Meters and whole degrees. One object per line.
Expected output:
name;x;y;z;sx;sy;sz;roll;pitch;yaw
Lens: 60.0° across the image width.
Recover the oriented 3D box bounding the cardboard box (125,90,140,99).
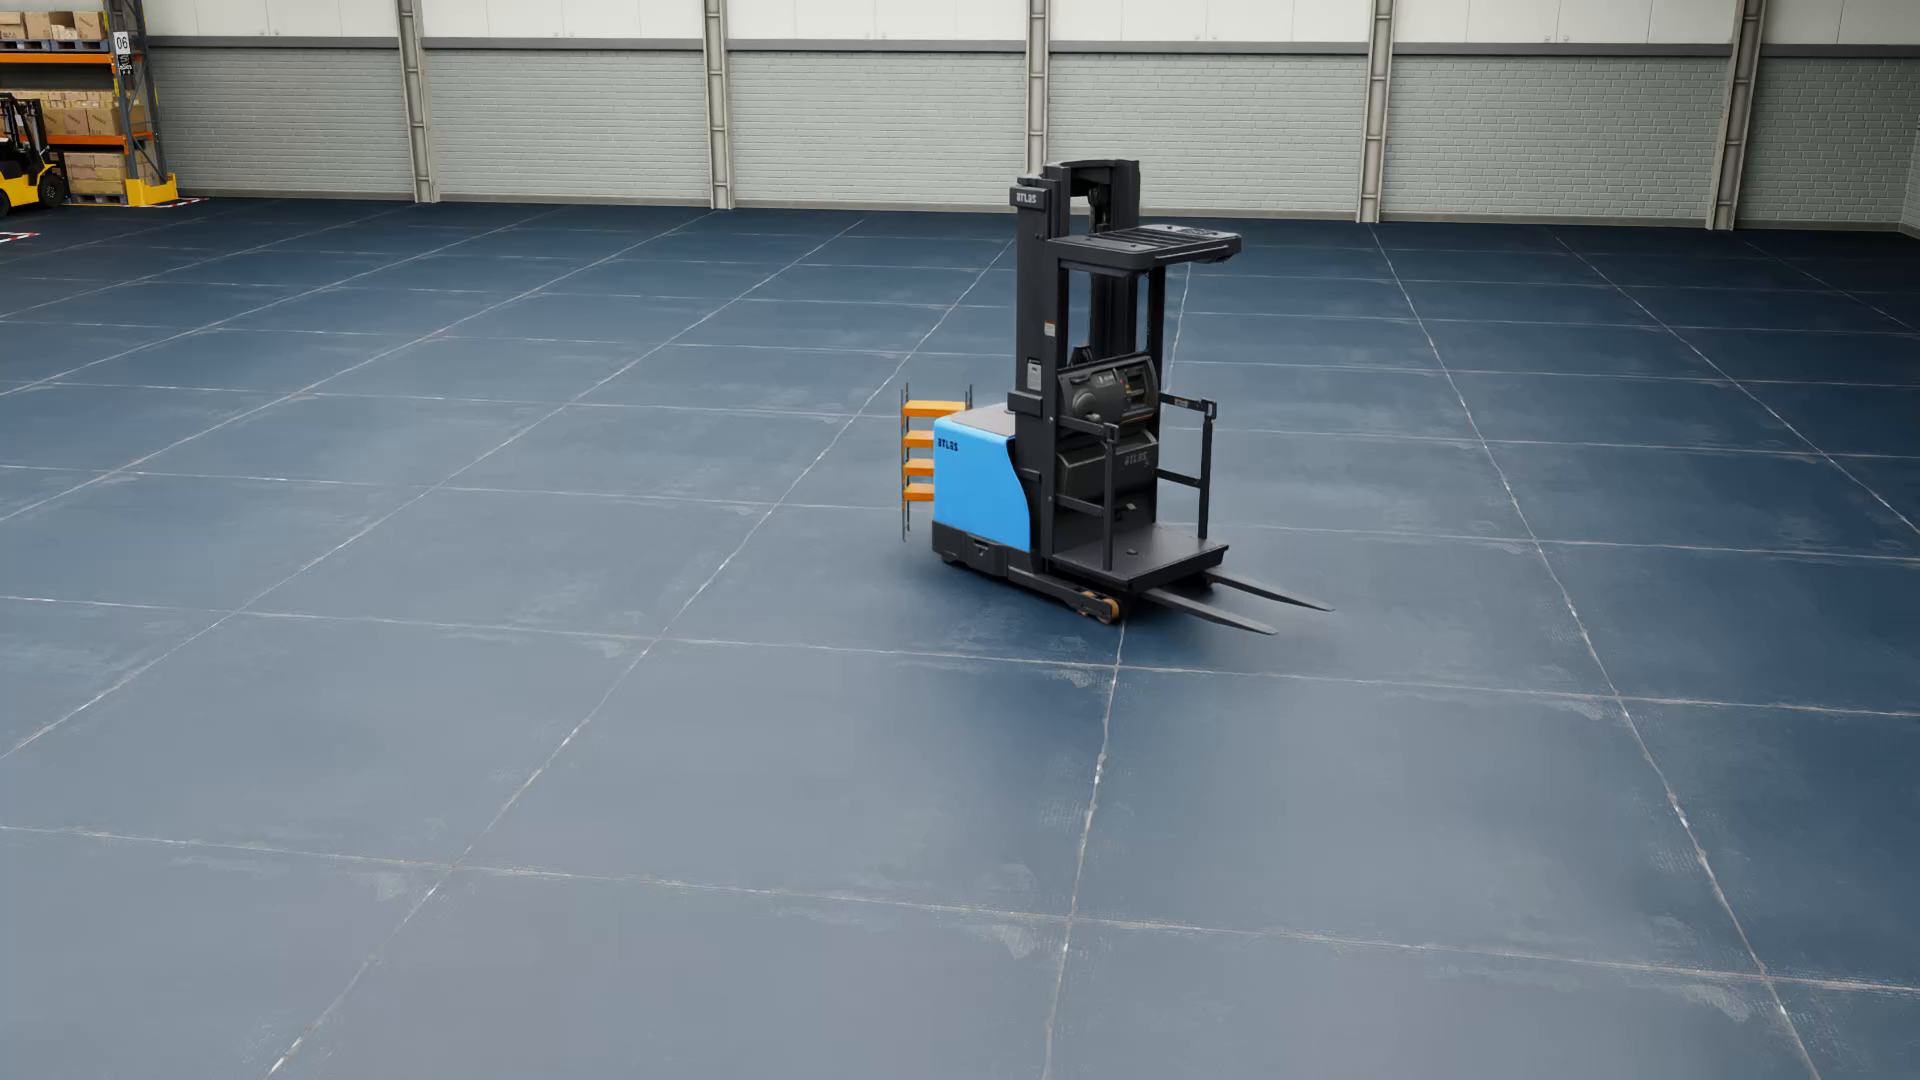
cardboard box;-16.121;-8.628;32.207;0.250;0.149;0.380;3;19;8

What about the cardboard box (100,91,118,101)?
cardboard box;-16.211;-8.496;31.813;0.250;0.149;0.380;3;19;9

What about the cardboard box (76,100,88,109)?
cardboard box;-16.714;-8.369;31.900;0.250;0.149;0.380;3;19;10

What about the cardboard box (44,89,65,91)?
cardboard box;-17.644;-8.715;32.466;0.250;0.149;0.380;3;19;9

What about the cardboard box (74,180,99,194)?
cardboard box;-16.827;-6.896;32.351;0.500;0.250;0.500;3;19;9

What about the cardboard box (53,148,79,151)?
cardboard box;-17.759;-7.582;32.823;0.500;0.250;0.500;3;19;8

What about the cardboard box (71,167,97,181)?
cardboard box;-16.847;-7.136;32.279;0.500;0.250;0.500;3;19;8

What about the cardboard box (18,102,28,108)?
cardboard box;-17.977;-8.422;32.060;0.250;0.149;0.380;3;19;8

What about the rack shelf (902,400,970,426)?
rack shelf;-0.176;-0.954;12.517;0.480;0.148;0.258;3;19;8

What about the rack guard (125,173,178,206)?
rack guard;-15.800;-6.862;32.515;0.348;0.500;1.175;3;19;9

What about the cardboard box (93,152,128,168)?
cardboard box;-16.328;-7.343;32.111;0.500;0.250;0.500;4;19;10

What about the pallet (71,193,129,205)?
pallet;-16.585;-6.751;32.641;1.213;0.211;1.003;3;19;9

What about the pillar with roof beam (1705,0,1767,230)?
pillar with roof beam;12.569;-8.352;23.576;0.400;9.000;9.100;3;19;9

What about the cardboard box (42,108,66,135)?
cardboard box;-17.368;-8.093;32.098;0.500;0.500;0.500;3;19;8

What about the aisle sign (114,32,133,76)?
aisle sign;-15.805;-9.186;31.425;0.004;0.787;0.394;3;19;9

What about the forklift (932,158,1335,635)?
forklift;1.162;-1.015;11.211;1.130;2.935;3.031;-16;25;-40

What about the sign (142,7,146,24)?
sign;-15.730;-10.097;32.014;0.005;0.325;0.100;3;19;9

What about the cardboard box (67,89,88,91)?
cardboard box;-17.144;-8.683;32.372;0.250;0.149;0.380;4;19;10

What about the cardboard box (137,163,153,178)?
cardboard box;-16.255;-7.269;32.678;0.500;0.250;0.500;3;19;10

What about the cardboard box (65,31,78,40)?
cardboard box;-16.690;-9.545;31.444;0.250;0.149;0.380;2;19;7

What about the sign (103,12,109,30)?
sign;-15.924;-9.684;31.012;0.005;0.325;0.100;3;19;9

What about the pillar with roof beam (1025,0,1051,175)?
pillar with roof beam;0.721;-8.956;25.381;0.400;9.000;9.100;3;19;9

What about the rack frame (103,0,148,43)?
rack frame;-15.824;-10.893;31.170;0.127;3.000;1.000;3;19;9

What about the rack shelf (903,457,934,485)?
rack shelf;-0.176;-0.517;12.663;0.480;0.148;0.258;3;19;8

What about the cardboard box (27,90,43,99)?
cardboard box;-17.726;-8.572;32.038;0.250;0.149;0.380;3;19;9

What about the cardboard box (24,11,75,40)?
cardboard box;-17.295;-9.794;31.634;0.500;0.500;0.700;3;19;9

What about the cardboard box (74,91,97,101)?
cardboard box;-16.722;-8.504;31.835;0.250;0.149;0.380;3;19;10

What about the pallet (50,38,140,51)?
pallet;-16.518;-9.473;31.791;1.213;0.211;1.003;3;19;9

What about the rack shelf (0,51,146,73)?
rack shelf;-17.798;-9.230;32.061;4.000;0.370;1.077;3;19;9

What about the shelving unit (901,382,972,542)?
shelving unit;-0.176;-0.581;12.642;0.503;1.200;0.258;3;19;8

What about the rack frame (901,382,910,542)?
rack frame;-0.417;-0.593;12.677;0.015;1.200;0.240;3;19;8

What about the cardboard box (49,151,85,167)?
cardboard box;-17.333;-7.389;32.248;0.500;0.250;0.500;3;19;9

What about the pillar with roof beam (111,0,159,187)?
pillar with roof beam;-17.051;-9.862;28.088;0.400;9.000;9.100;3;19;9

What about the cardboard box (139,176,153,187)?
cardboard box;-16.278;-7.030;32.749;0.500;0.250;0.500;3;19;9

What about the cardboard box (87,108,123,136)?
cardboard box;-16.351;-8.038;31.935;0.500;0.500;0.500;3;19;7

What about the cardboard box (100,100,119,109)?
cardboard box;-16.211;-8.333;31.793;0.250;0.149;0.380;3;19;9

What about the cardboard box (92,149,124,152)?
cardboard box;-16.762;-7.525;32.655;0.500;0.250;0.500;3;19;9

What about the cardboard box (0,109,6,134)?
cardboard box;-18.359;-8.147;32.259;0.500;0.500;0.500;3;19;8

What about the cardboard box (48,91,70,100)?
cardboard box;-17.231;-8.518;31.877;0.250;0.149;0.380;3;19;10

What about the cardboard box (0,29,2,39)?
cardboard box;-18.356;-9.685;31.679;0.258;0.266;0.396;2;19;7

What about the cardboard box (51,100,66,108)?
cardboard box;-17.228;-8.384;31.944;0.250;0.149;0.380;2;19;7

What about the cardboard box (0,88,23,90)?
cardboard box;-18.648;-8.797;32.710;0.250;0.149;0.380;3;19;8

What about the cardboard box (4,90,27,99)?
cardboard box;-18.221;-8.597;32.113;0.250;0.149;0.380;3;19;8
